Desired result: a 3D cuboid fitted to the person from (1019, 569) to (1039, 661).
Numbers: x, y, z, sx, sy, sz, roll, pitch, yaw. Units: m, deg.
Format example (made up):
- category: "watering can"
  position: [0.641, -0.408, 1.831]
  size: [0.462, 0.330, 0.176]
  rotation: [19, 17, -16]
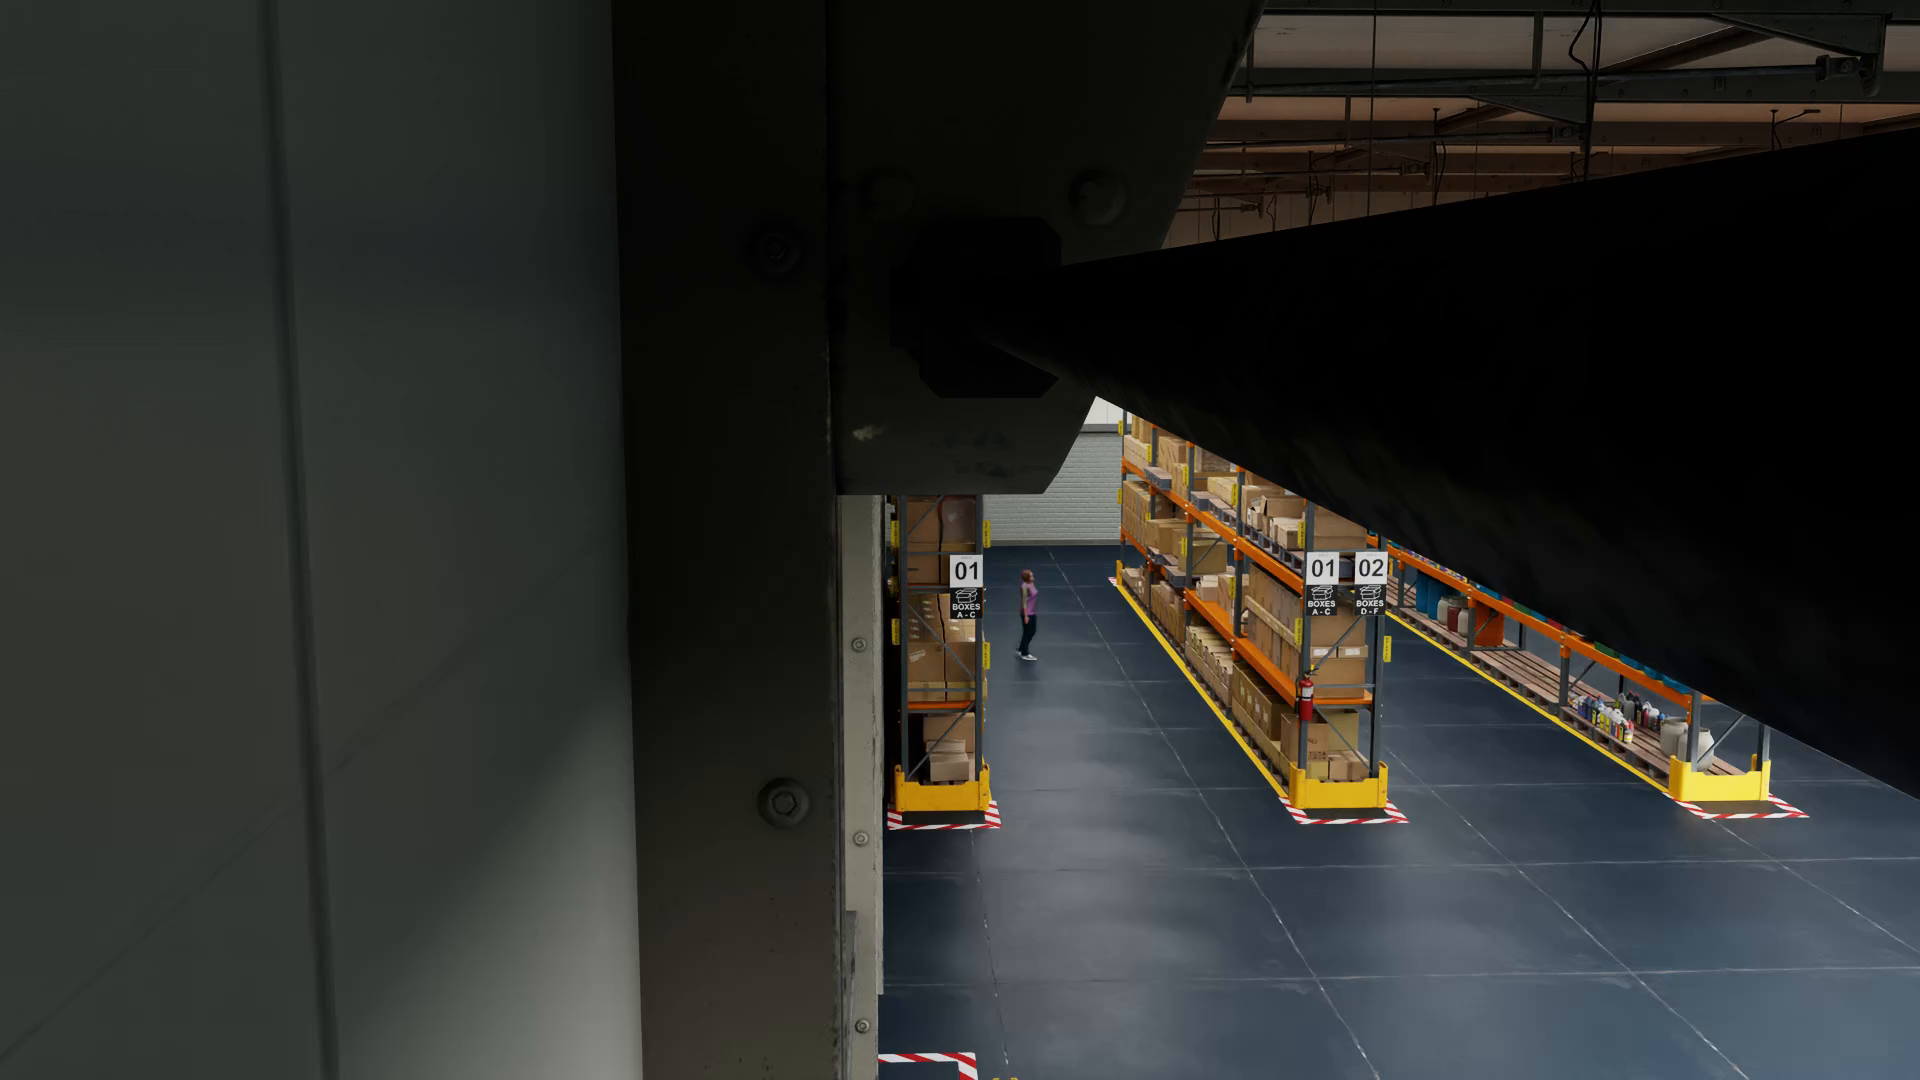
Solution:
- category: "person"
  position: [1.185, 1.291, 28.916]
  size: [0.387, 1.604, 0.479]
  rotation: [4, 9, 24]
